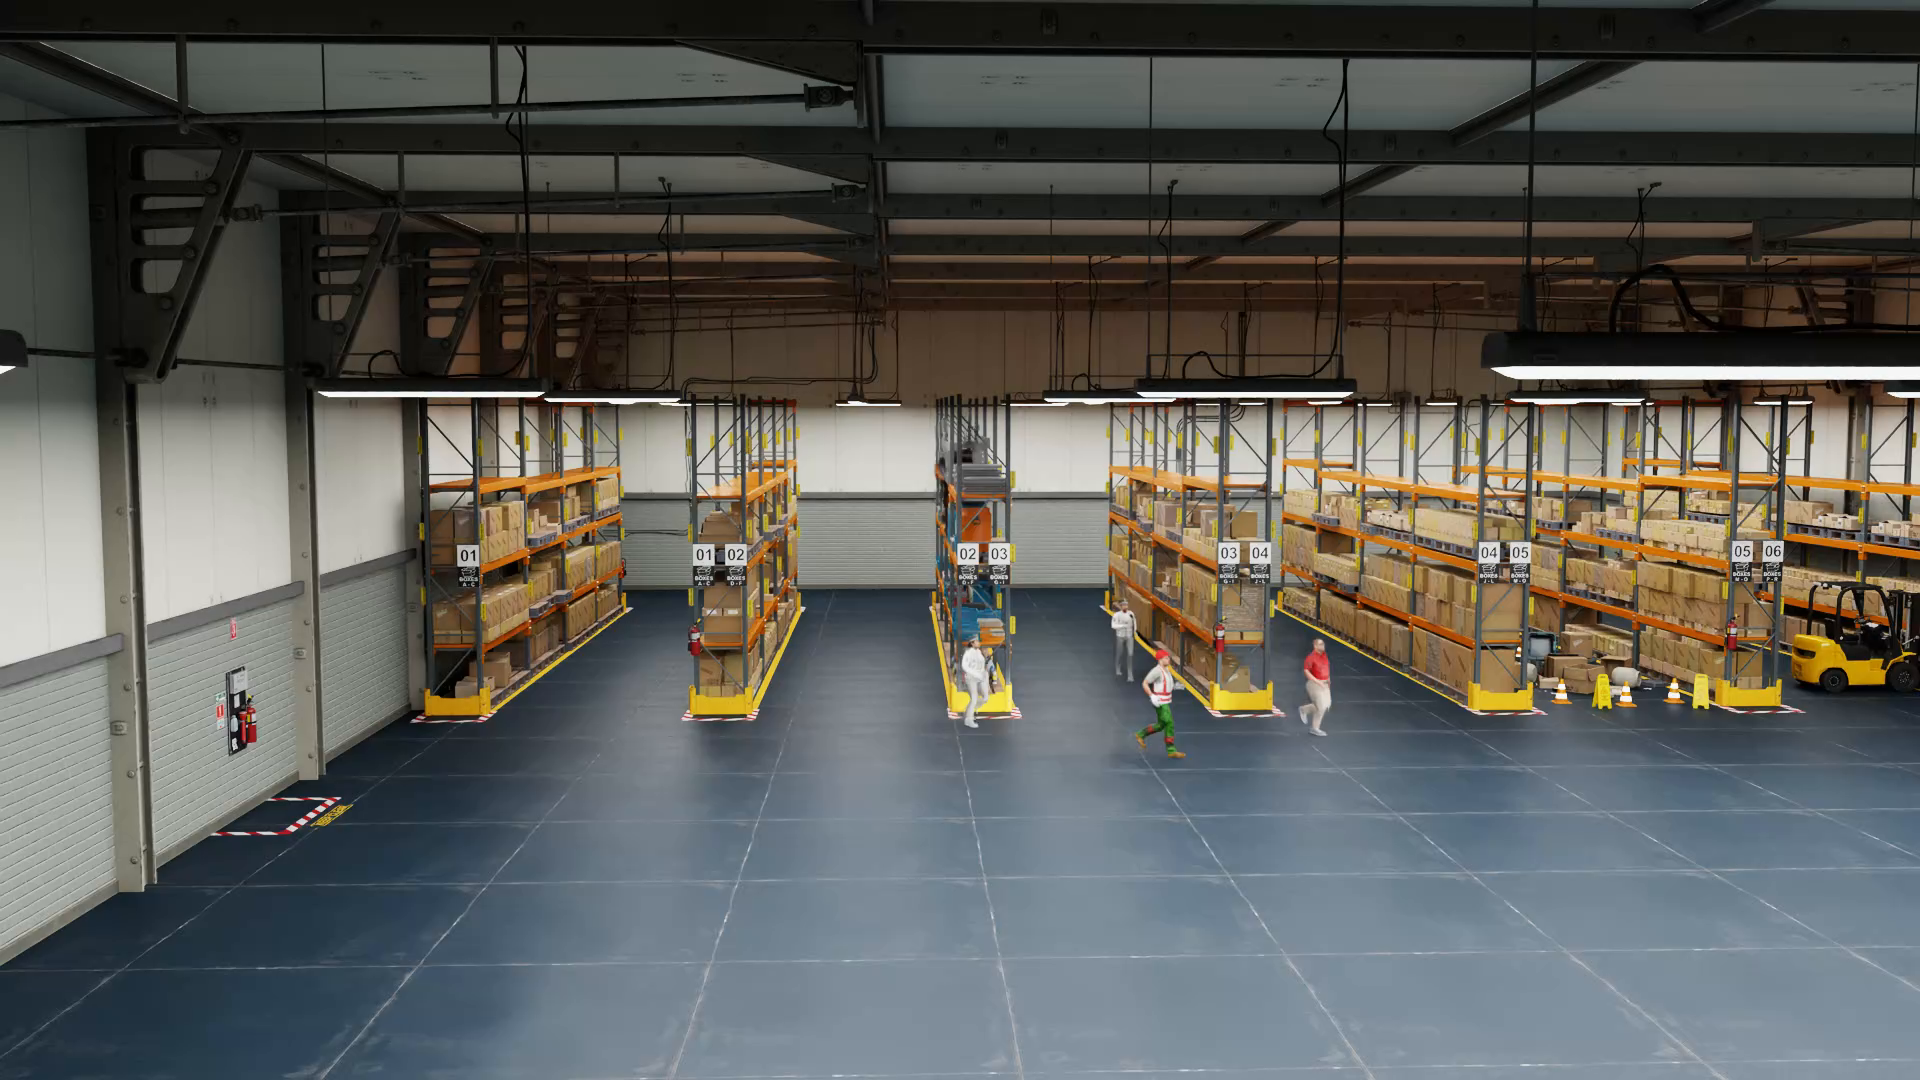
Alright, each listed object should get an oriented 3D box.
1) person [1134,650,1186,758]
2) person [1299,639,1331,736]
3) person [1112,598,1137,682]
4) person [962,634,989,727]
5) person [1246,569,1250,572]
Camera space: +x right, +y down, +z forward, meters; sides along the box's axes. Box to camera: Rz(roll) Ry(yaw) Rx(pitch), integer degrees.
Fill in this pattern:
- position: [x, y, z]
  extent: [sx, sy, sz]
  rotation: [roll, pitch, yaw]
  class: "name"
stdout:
- position: [3.274, 2.676, 27.314]
  extent: [0.906, 1.769, 0.660]
  rotation: [2, 5, 25]
  class: "person"
- position: [6.261, 2.575, 29.357]
  extent: [0.666, 1.699, 0.686]
  rotation: [4, 6, 43]
  class: "person"
- position: [3.488, 2.092, 35.262]
  extent: [0.590, 1.736, 0.824]
  rotation: [0, 5, -5]
  class: "person"
- position: [0.304, 2.532, 30.092]
  extent: [0.488, 1.676, 0.669]
  rotation: [4, 6, 39]
  class: "person"
- position: [8.050, 1.325, 45.498]
  extent: [0.682, 1.616, 0.924]
  rotation: [0, 5, 5]
  class: "person"
